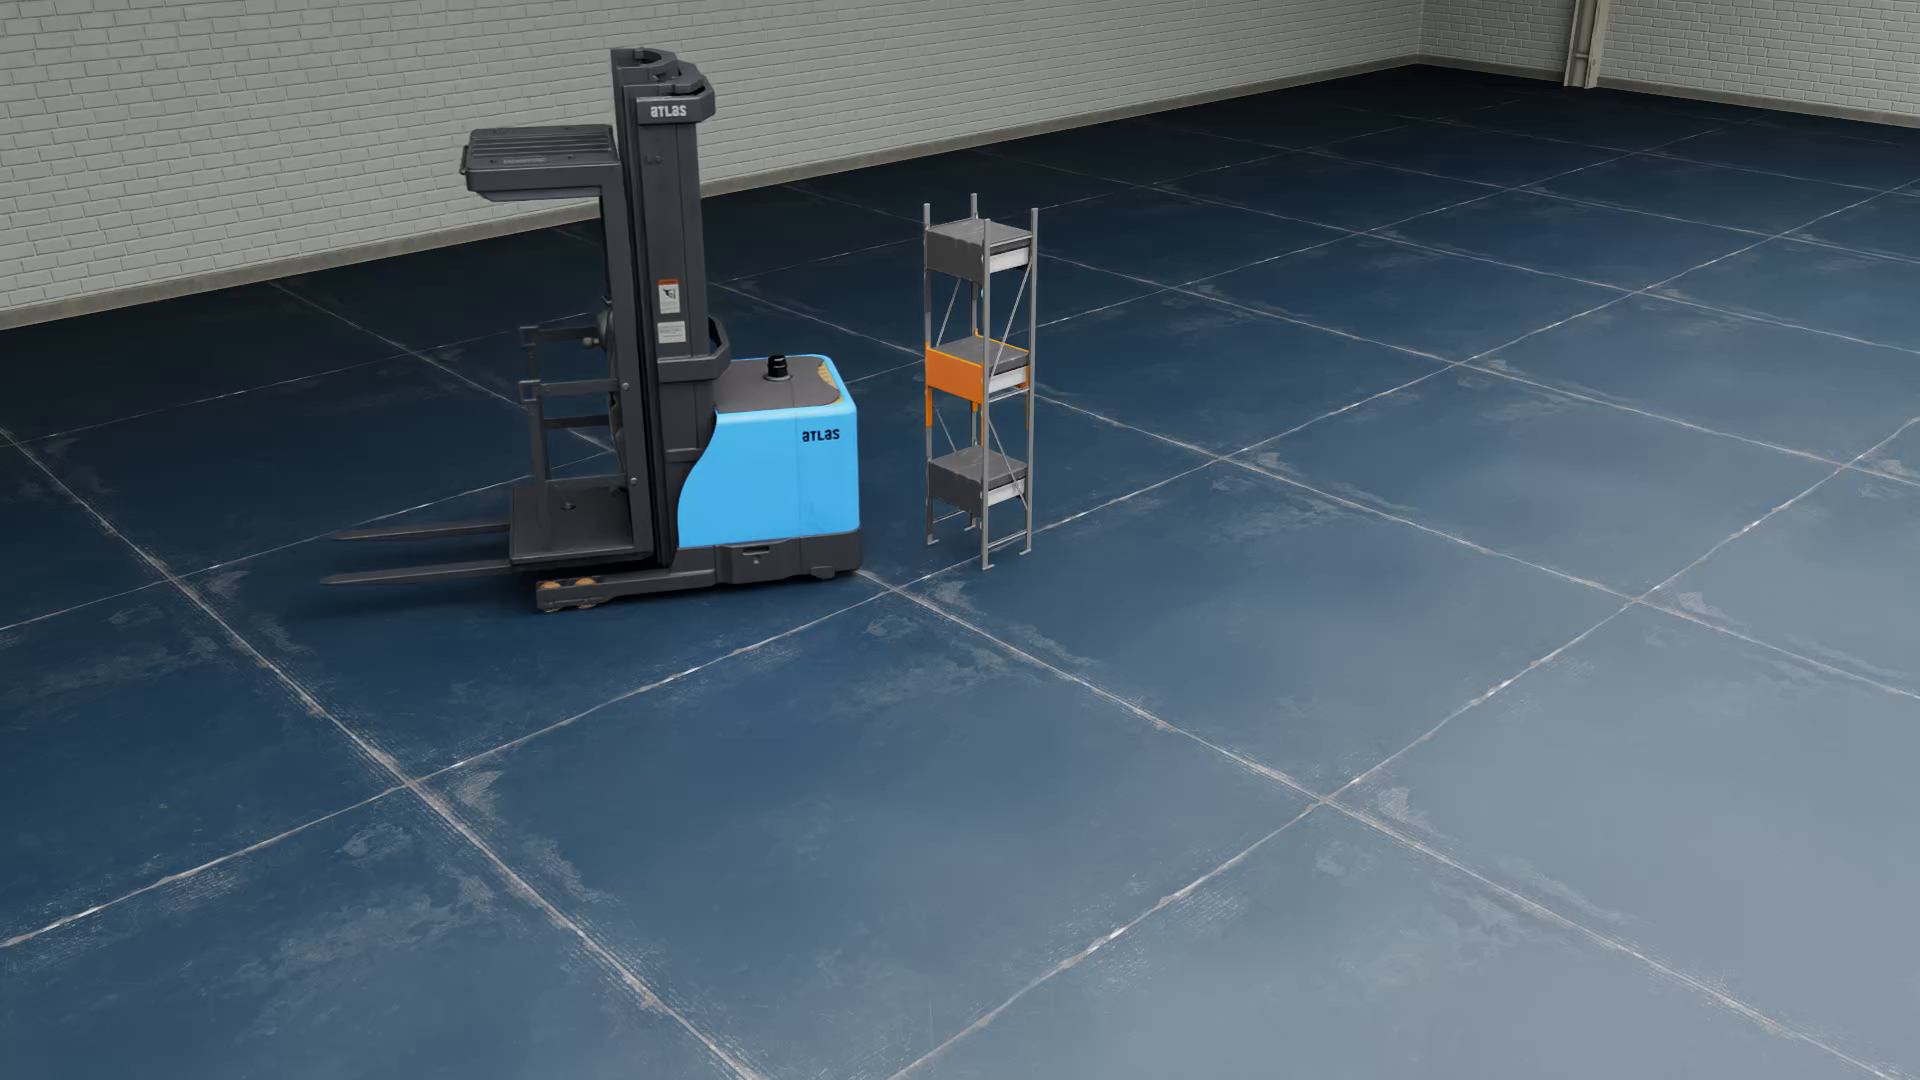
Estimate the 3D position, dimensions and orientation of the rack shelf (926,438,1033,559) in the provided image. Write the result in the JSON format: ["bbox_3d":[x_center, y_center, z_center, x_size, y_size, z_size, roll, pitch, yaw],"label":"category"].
[{"bbox_3d":[0.113,-0.256,10.000,0.431,0.518,0.480,-21,32,-38],"label":"rack shelf"}]

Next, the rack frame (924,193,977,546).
[{"bbox_3d":[-0.054,-0.979,9.866,0.400,2.100,0.015,-21,32,-38],"label":"rack frame"}]

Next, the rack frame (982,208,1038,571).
[{"bbox_3d":[0.280,-0.831,9.542,0.400,2.100,0.015,-21,32,-38],"label":"rack frame"}]

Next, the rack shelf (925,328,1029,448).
[{"bbox_3d":[0.113,-0.893,9.710,0.431,0.518,0.480,-21,32,-38],"label":"rack shelf"}]

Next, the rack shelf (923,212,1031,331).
[{"bbox_3d":[0.113,-1.530,9.419,0.431,0.518,0.480,-21,32,-38],"label":"rack shelf"}]

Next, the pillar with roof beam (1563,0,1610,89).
[{"bbox_3d":[6.379,-9.845,20.988,9.100,9.000,0.400,-21,32,-38],"label":"pillar with roof beam"}]

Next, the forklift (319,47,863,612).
[{"bbox_3d":[-2.145,-1.169,9.282,3.031,2.935,1.130,-6,25,-12],"label":"forklift"}]

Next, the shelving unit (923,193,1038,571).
[{"bbox_3d":[0.113,-0.905,9.704,0.431,2.100,0.503,-21,32,-38],"label":"shelving unit"}]
